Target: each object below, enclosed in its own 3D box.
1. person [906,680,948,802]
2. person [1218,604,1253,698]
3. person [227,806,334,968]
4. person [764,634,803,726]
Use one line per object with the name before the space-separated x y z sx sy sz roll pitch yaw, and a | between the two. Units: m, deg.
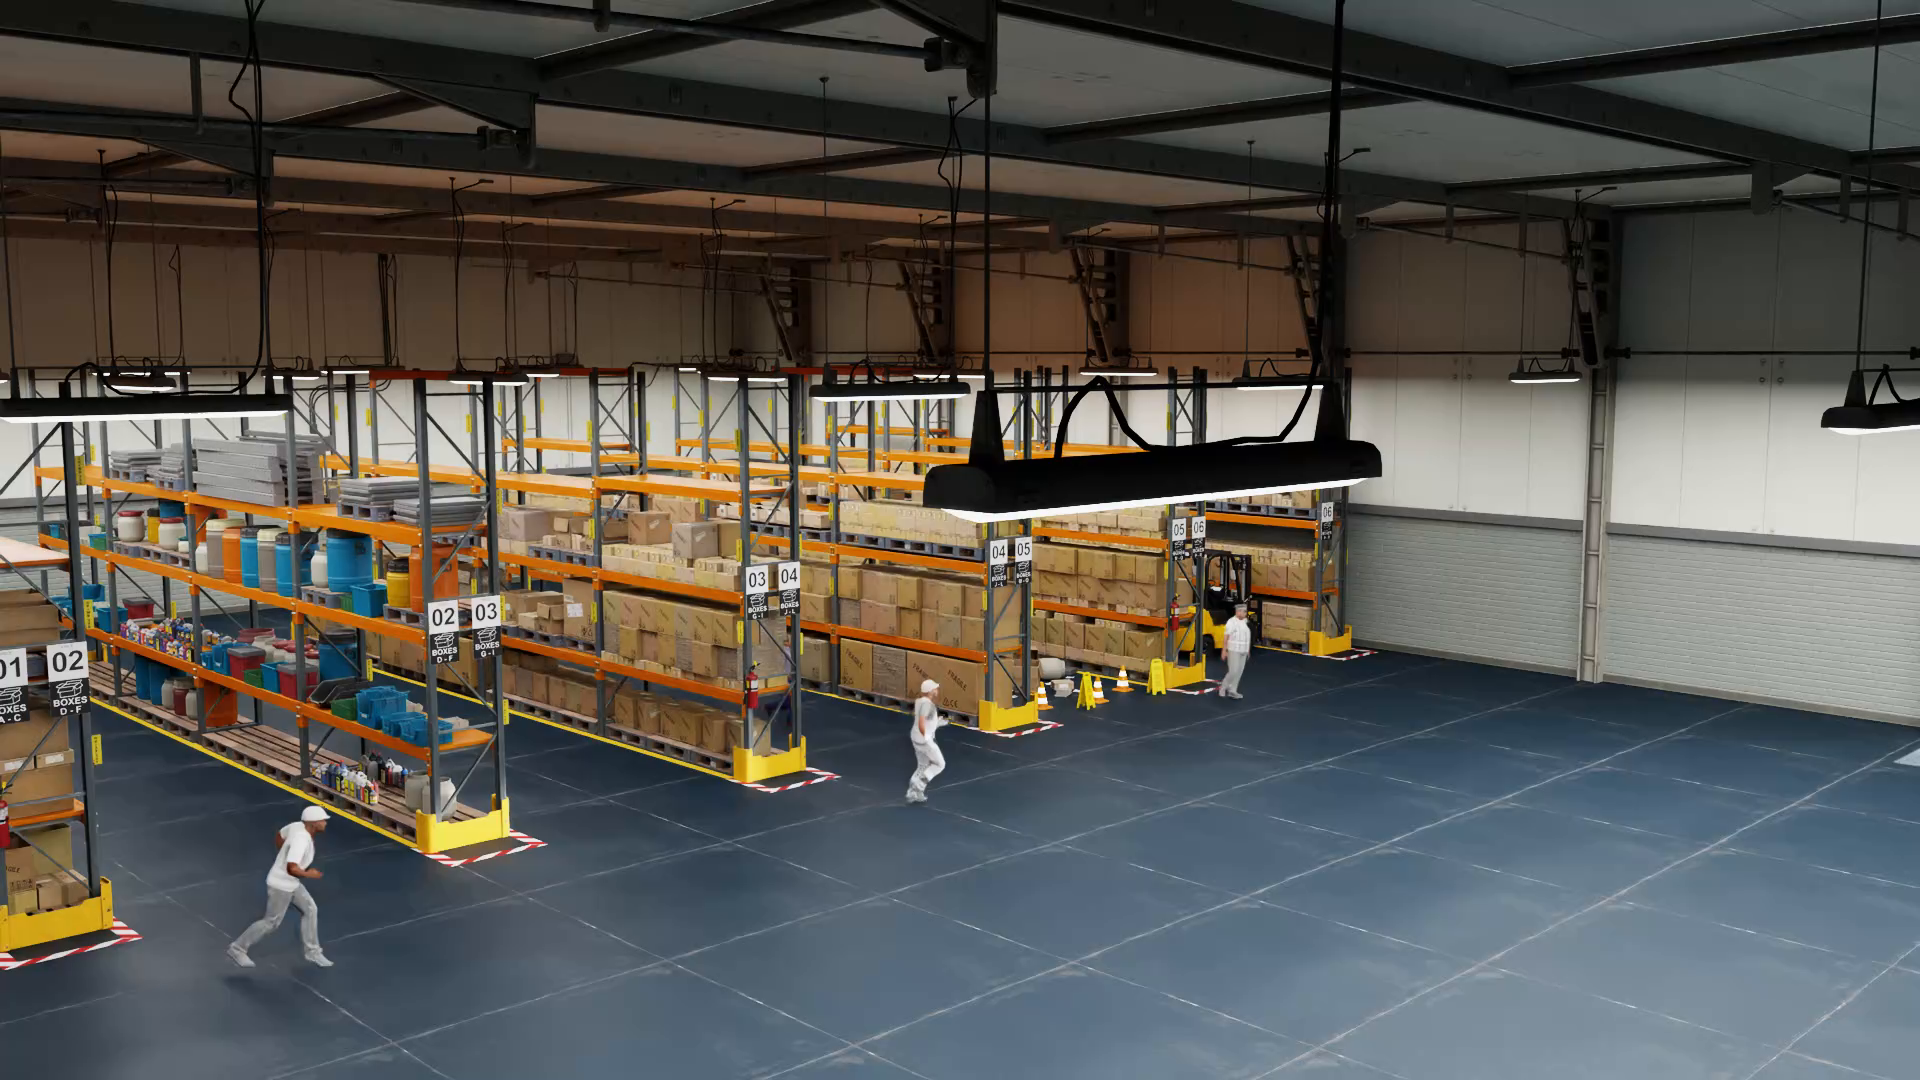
person | -0.422 2.824 23.377 0.679 1.732 0.666 -2 7 -17
person | 5.029 2.026 30.392 0.631 1.744 0.482 -5 8 -40
person | -6.974 3.597 17.051 1.051 1.718 0.737 -2 7 -19
person | -2.978 2.377 28.150 0.642 1.602 0.616 1 7 12
